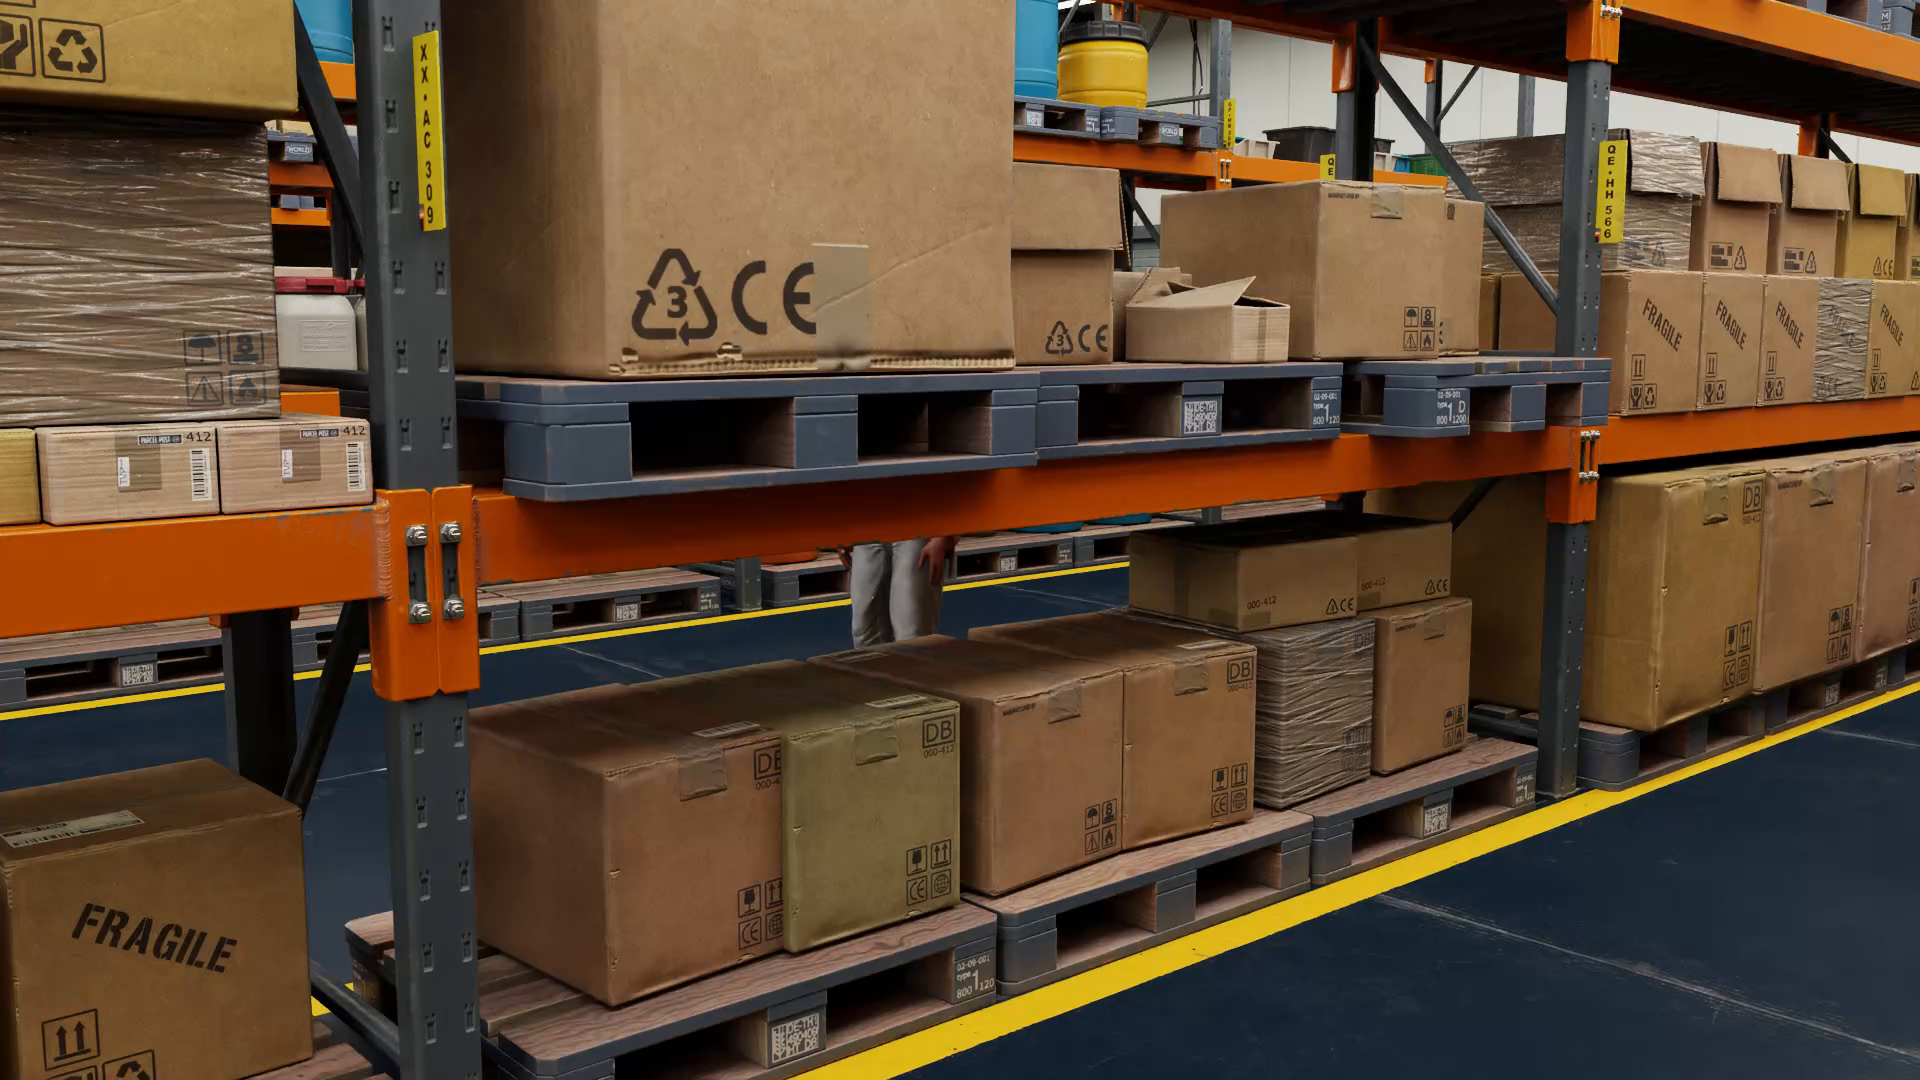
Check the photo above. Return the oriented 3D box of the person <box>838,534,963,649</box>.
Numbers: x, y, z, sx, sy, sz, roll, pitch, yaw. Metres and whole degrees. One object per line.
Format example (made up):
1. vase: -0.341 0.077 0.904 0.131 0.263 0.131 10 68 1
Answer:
1. person: -0.229 -0.035 5.995 0.461 1.756 0.626 -6 10 -41
